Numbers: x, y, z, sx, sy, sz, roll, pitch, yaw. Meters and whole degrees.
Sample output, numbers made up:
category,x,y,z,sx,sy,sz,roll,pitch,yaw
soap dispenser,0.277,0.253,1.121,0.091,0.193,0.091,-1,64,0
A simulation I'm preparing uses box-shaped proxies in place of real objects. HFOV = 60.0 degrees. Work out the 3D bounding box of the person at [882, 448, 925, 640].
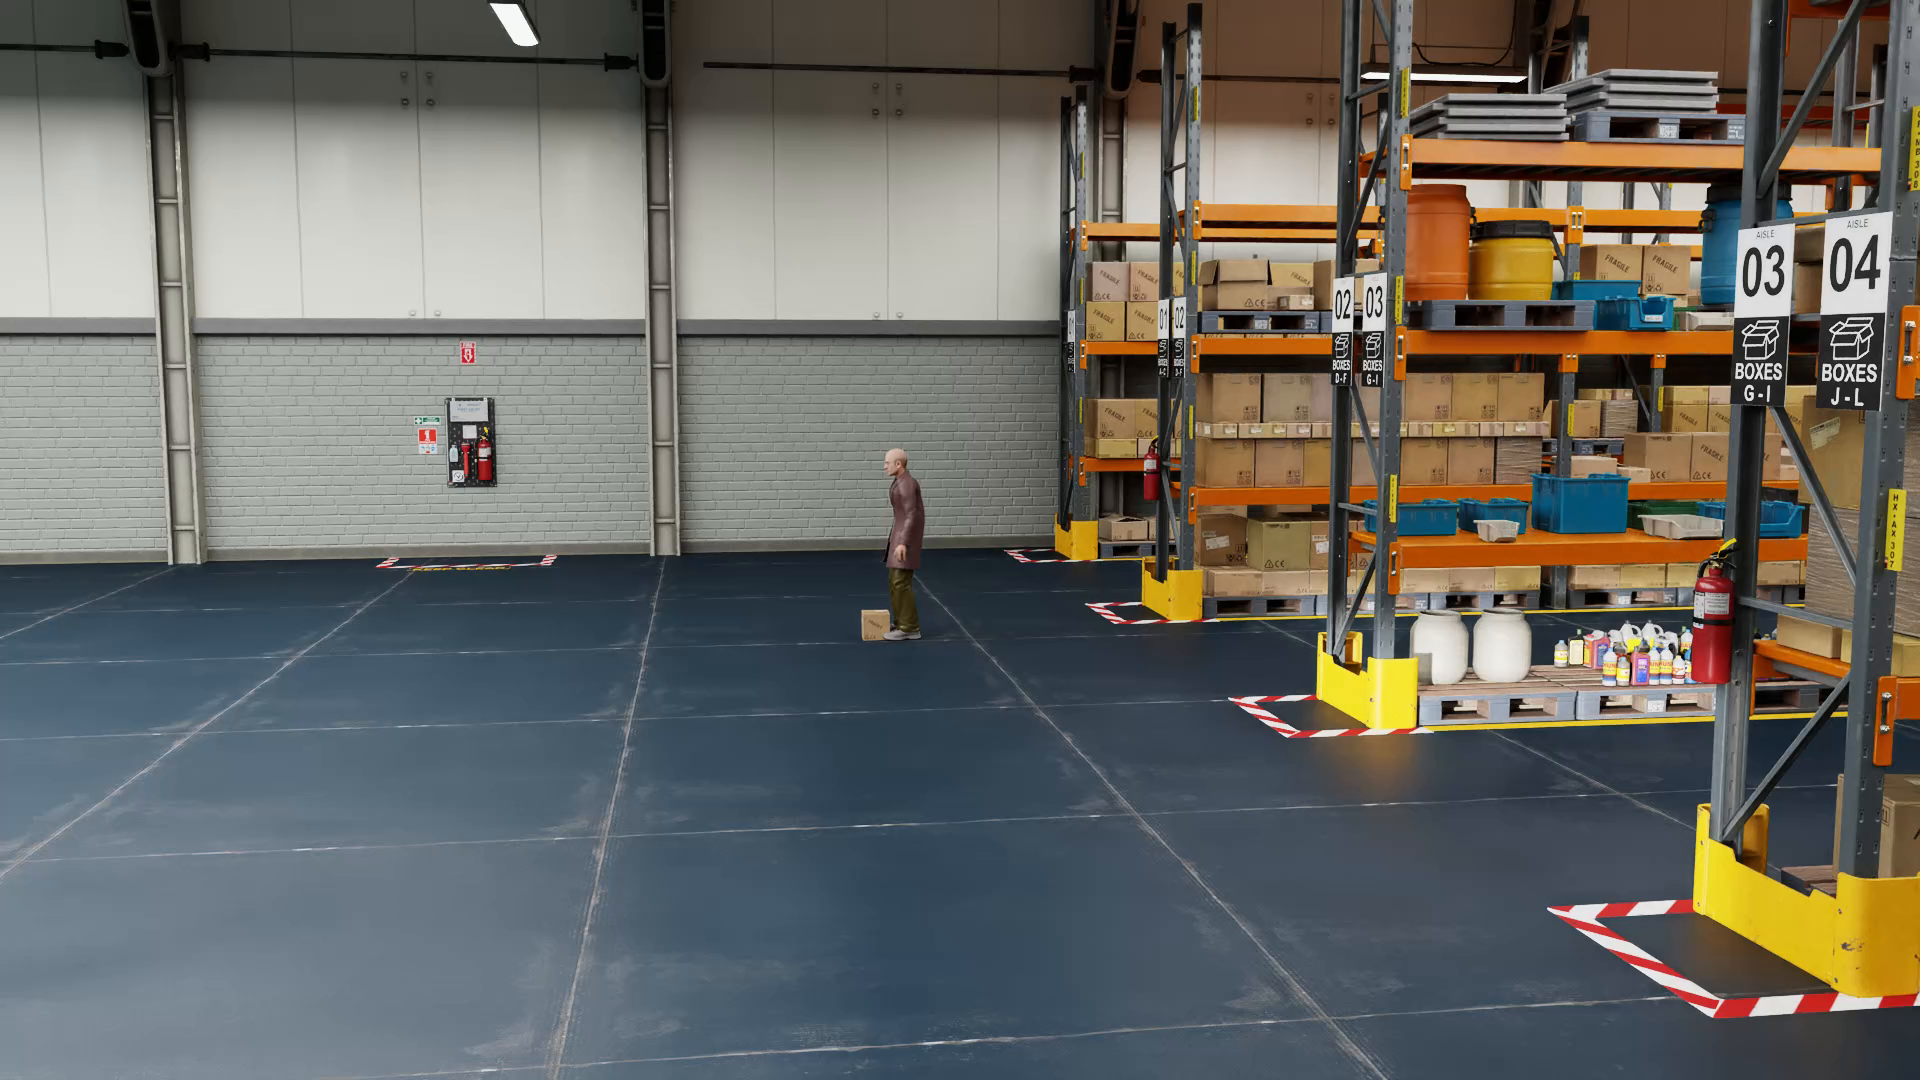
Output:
category,x,y,z,sx,sy,sz,roll,pitch,yaw
person,-0.543,0.122,15.505,0.428,1.591,0.643,-1,6,-9
